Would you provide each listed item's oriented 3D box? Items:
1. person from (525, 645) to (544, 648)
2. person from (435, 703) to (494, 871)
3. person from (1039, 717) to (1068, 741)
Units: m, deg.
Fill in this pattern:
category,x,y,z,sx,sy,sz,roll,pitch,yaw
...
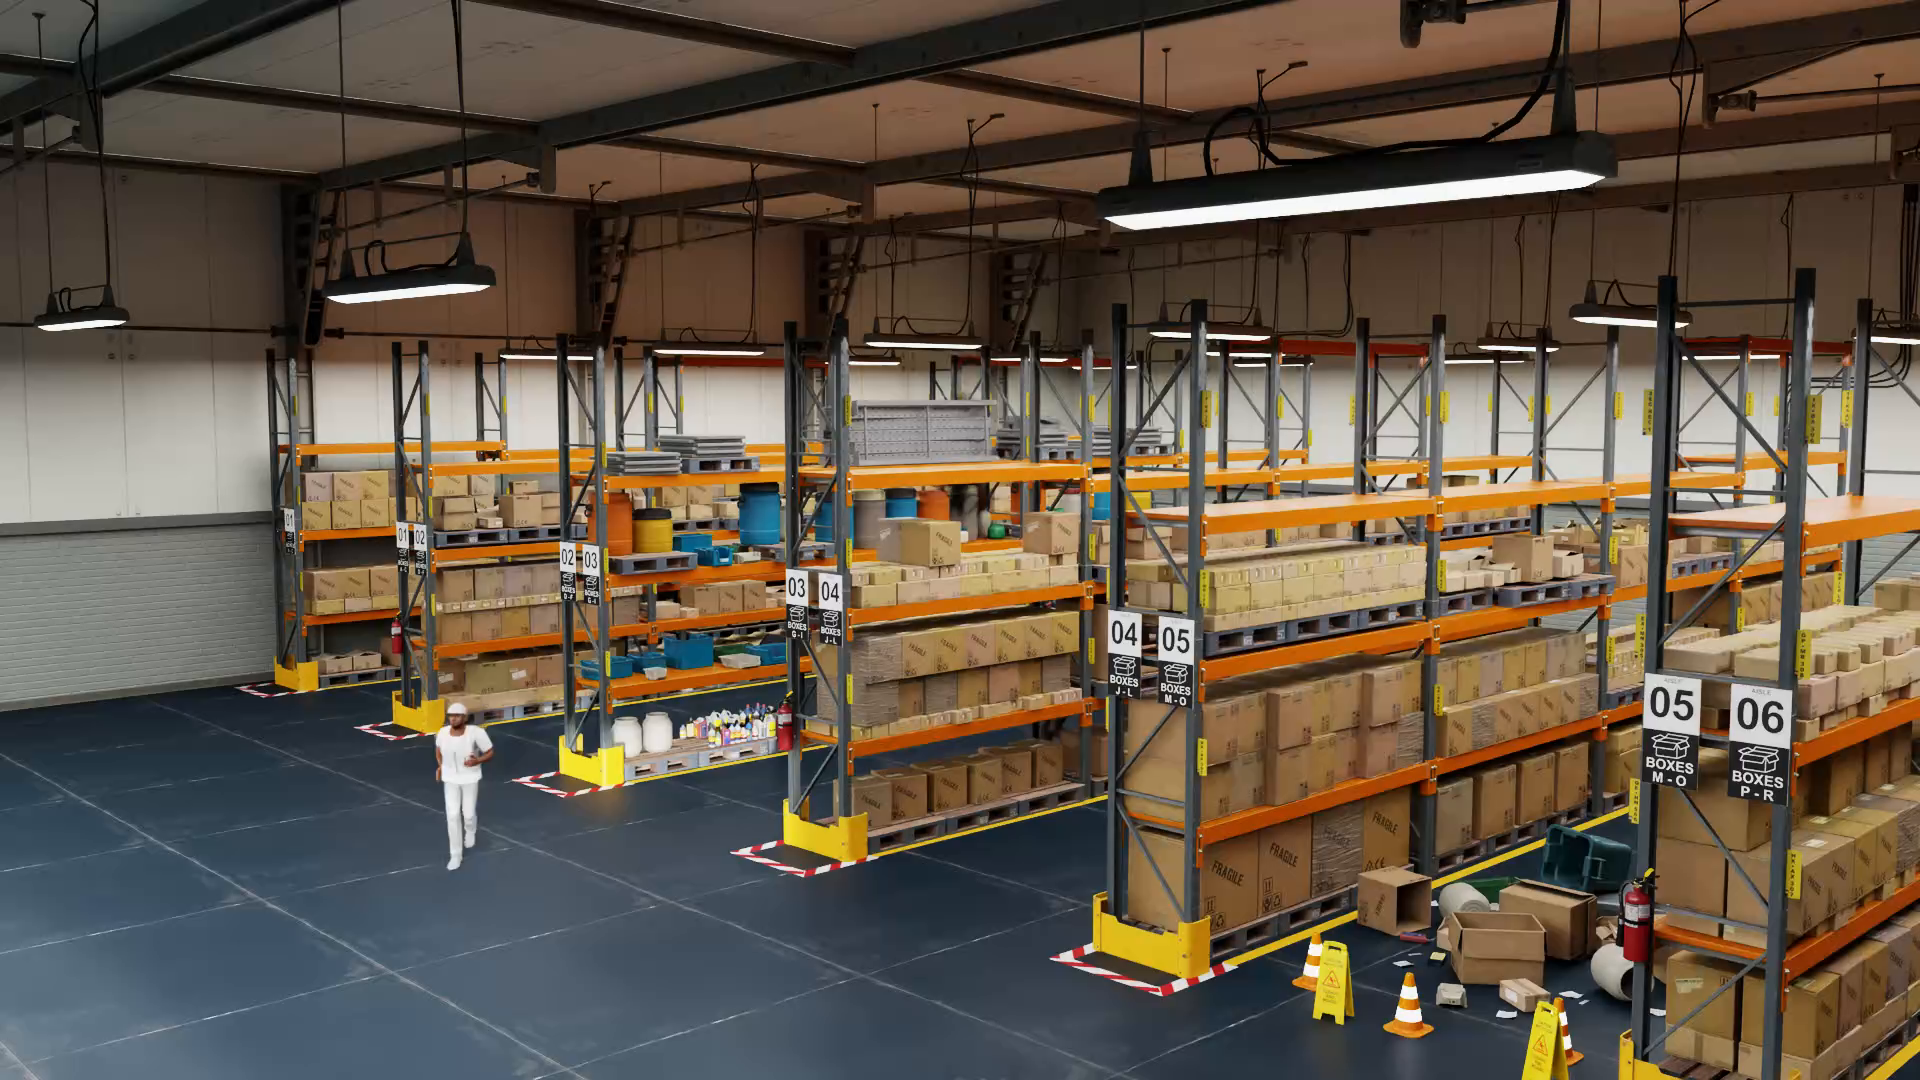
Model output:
category,x,y,z,sx,sy,sz,roll,pitch,yaw
person,-7.544,1.738,29.651,0.690,1.734,0.597,3,6,30
person,-5.520,2.683,18.494,0.682,1.780,0.914,0,5,-5
person,1.351,2.291,23.565,0.661,1.675,0.647,4,7,42
